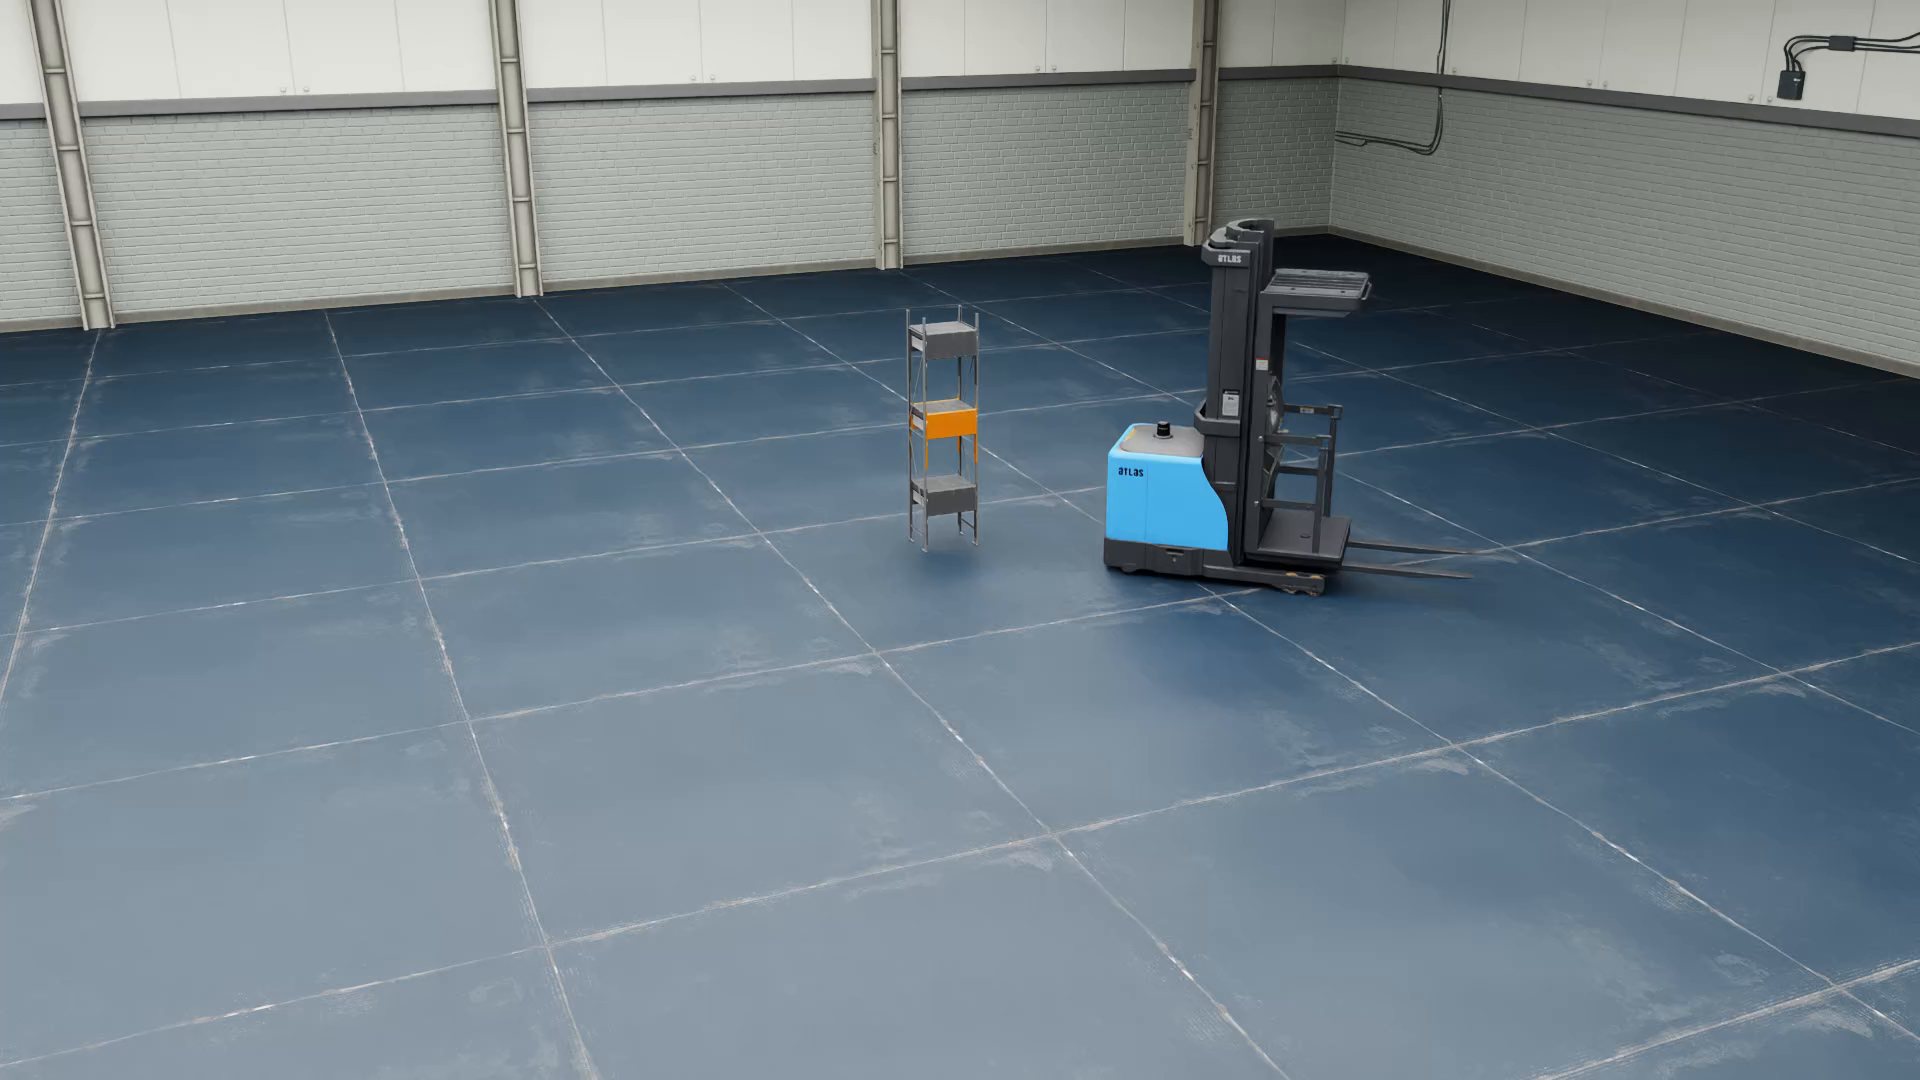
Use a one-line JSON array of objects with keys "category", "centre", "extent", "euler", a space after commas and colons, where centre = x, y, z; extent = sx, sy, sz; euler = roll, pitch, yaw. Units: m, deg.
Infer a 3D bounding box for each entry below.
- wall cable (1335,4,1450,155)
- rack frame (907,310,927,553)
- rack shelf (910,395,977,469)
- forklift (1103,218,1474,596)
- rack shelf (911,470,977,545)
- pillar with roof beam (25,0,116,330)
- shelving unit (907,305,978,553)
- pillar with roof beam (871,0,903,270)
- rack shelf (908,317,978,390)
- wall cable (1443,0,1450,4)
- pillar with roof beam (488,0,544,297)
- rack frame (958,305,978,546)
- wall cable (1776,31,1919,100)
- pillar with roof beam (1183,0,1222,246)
[{"category": "wall cable", "centre": [7.542, -8.159, 29.321], "extent": [0.112, 2.526, 3.097], "euler": [-8, 21, -22]}, {"category": "rack frame", "centre": [-0.376, -0.937, 14.520], "extent": [0.015, 2.100, 0.400], "euler": [-8, 21, -22]}, {"category": "rack shelf", "centre": [-0.152, -0.956, 14.616], "extent": [0.480, 0.518, 0.431], "euler": [-8, 21, -22]}, {"category": "forklift", "centre": [2.805, -1.121, 13.792], "extent": [3.031, 2.935, 1.130], "euler": [6, 20, 16]}, {"category": "rack shelf", "centre": [-0.152, -0.295, 14.848], "extent": [0.480, 0.518, 0.431], "euler": [-8, 21, -22]}, {"category": "pillar with roof beam", "centre": [-10.509, -5.959, 18.396], "extent": [0.400, 9.000, 9.100], "euler": [-8, 21, -22]}, {"category": "shelving unit", "centre": [-0.152, -0.969, 14.611], "extent": [0.503, 2.100, 0.431], "euler": [-8, 21, -22]}, {"category": "pillar with roof beam", "centre": [0.509, -7.537, 22.880], "extent": [0.400, 9.000, 9.100], "euler": [-8, 21, -22]}, {"category": "rack shelf", "centre": [-0.152, -1.616, 14.384], "extent": [0.480, 0.518, 0.431], "euler": [-8, 21, -22]}, {"category": "wall cable", "centre": [8.614, -9.716, 26.139], "extent": [0.112, 2.526, 3.097], "euler": [-8, 21, -22]}, {"category": "pillar with roof beam", "centre": [-5.000, -6.748, 20.638], "extent": [0.400, 9.000, 9.100], "euler": [-8, 21, -22]}, {"category": "rack frame", "centre": [0.072, -1.001, 14.703], "extent": [0.015, 2.100, 0.400], "euler": [-8, 21, -22]}, {"category": "wall cable", "centre": [11.288, -8.331, 20.012], "extent": [0.169, 6.003, 2.305], "euler": [-8, 21, -22]}, {"category": "pillar with roof beam", "centre": [6.019, -8.327, 25.121], "extent": [0.400, 9.000, 9.100], "euler": [-8, 21, -22]}]
